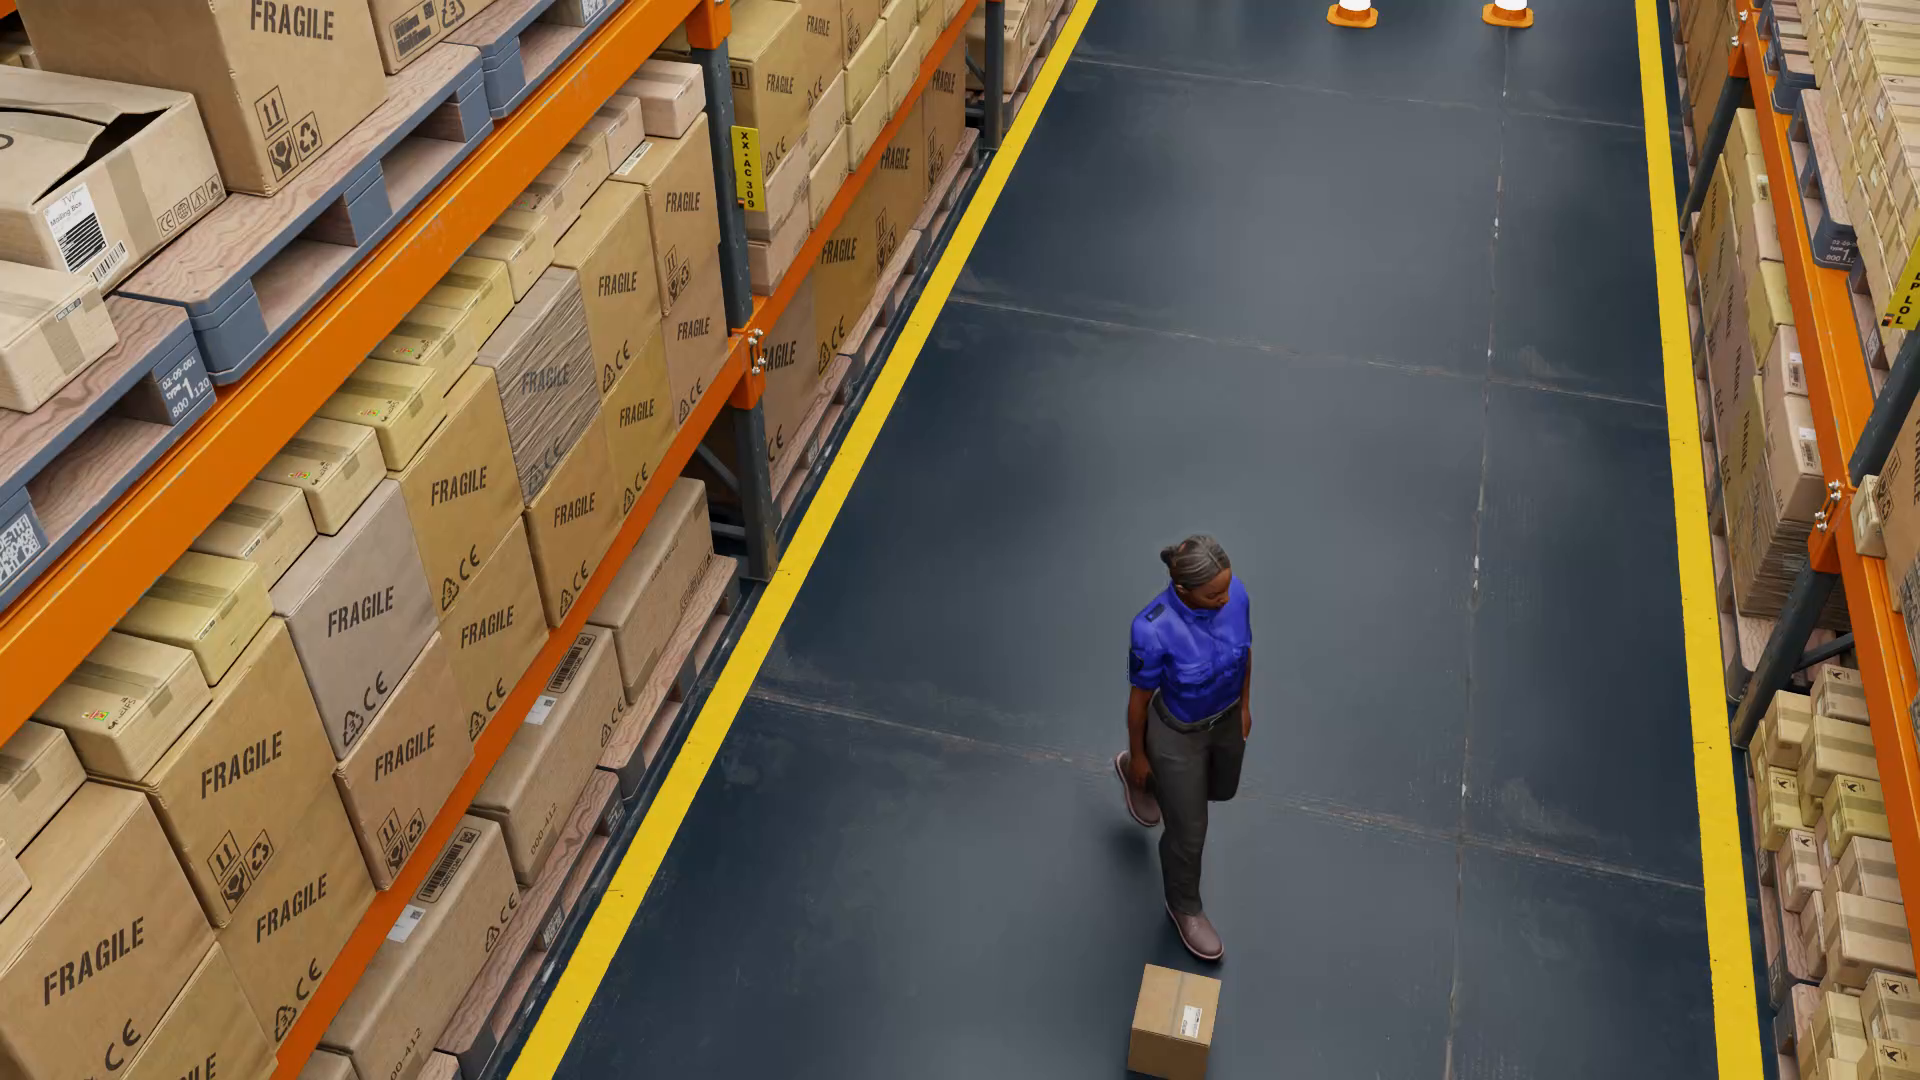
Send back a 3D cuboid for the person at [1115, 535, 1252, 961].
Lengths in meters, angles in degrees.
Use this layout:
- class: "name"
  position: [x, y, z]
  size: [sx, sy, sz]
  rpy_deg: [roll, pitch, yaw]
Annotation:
- class: "person"
  position: [0.743, 0.595, 5.476]
  size: [0.468, 1.635, 0.769]
  rpy_deg: [-27, 48, -27]
